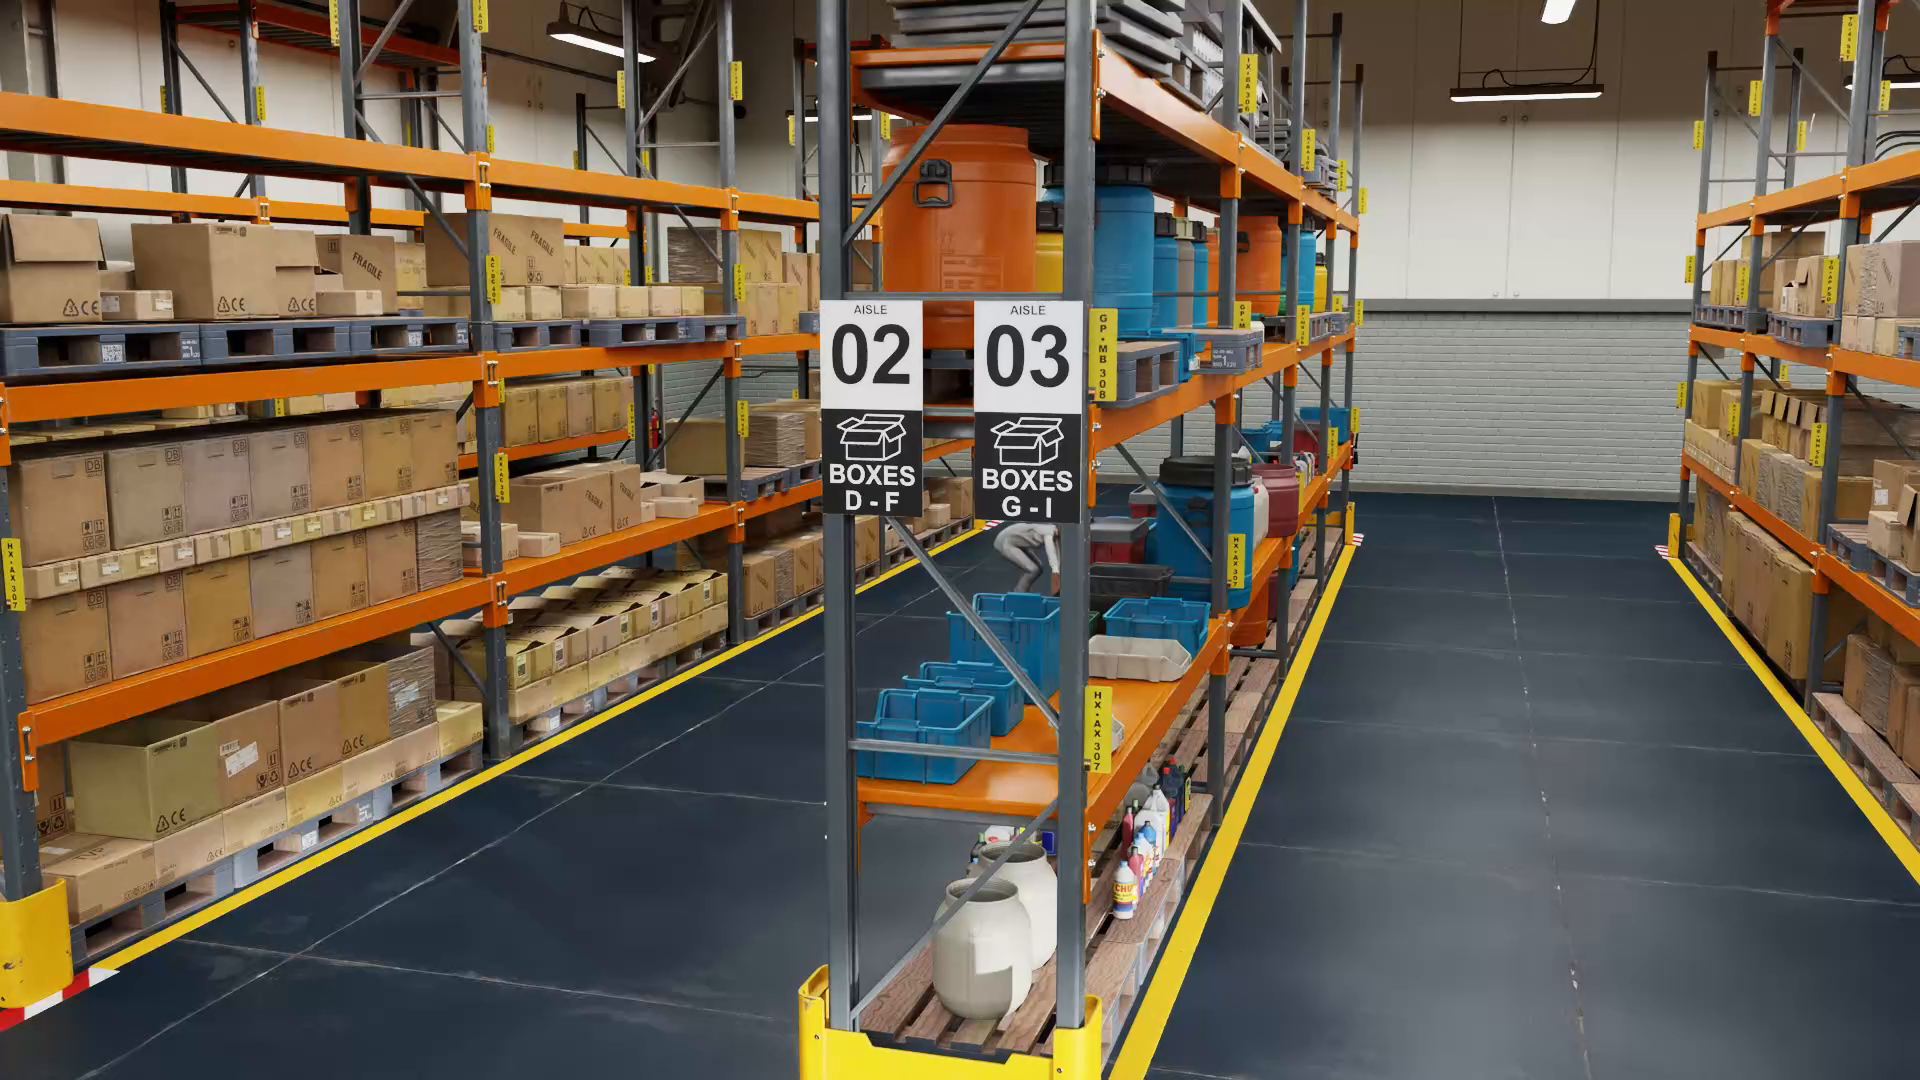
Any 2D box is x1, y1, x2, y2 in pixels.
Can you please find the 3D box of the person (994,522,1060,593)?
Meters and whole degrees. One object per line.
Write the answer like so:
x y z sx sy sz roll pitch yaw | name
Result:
0.771 0.262 16.867 0.863 0.933 0.421 2 9 13 | person
